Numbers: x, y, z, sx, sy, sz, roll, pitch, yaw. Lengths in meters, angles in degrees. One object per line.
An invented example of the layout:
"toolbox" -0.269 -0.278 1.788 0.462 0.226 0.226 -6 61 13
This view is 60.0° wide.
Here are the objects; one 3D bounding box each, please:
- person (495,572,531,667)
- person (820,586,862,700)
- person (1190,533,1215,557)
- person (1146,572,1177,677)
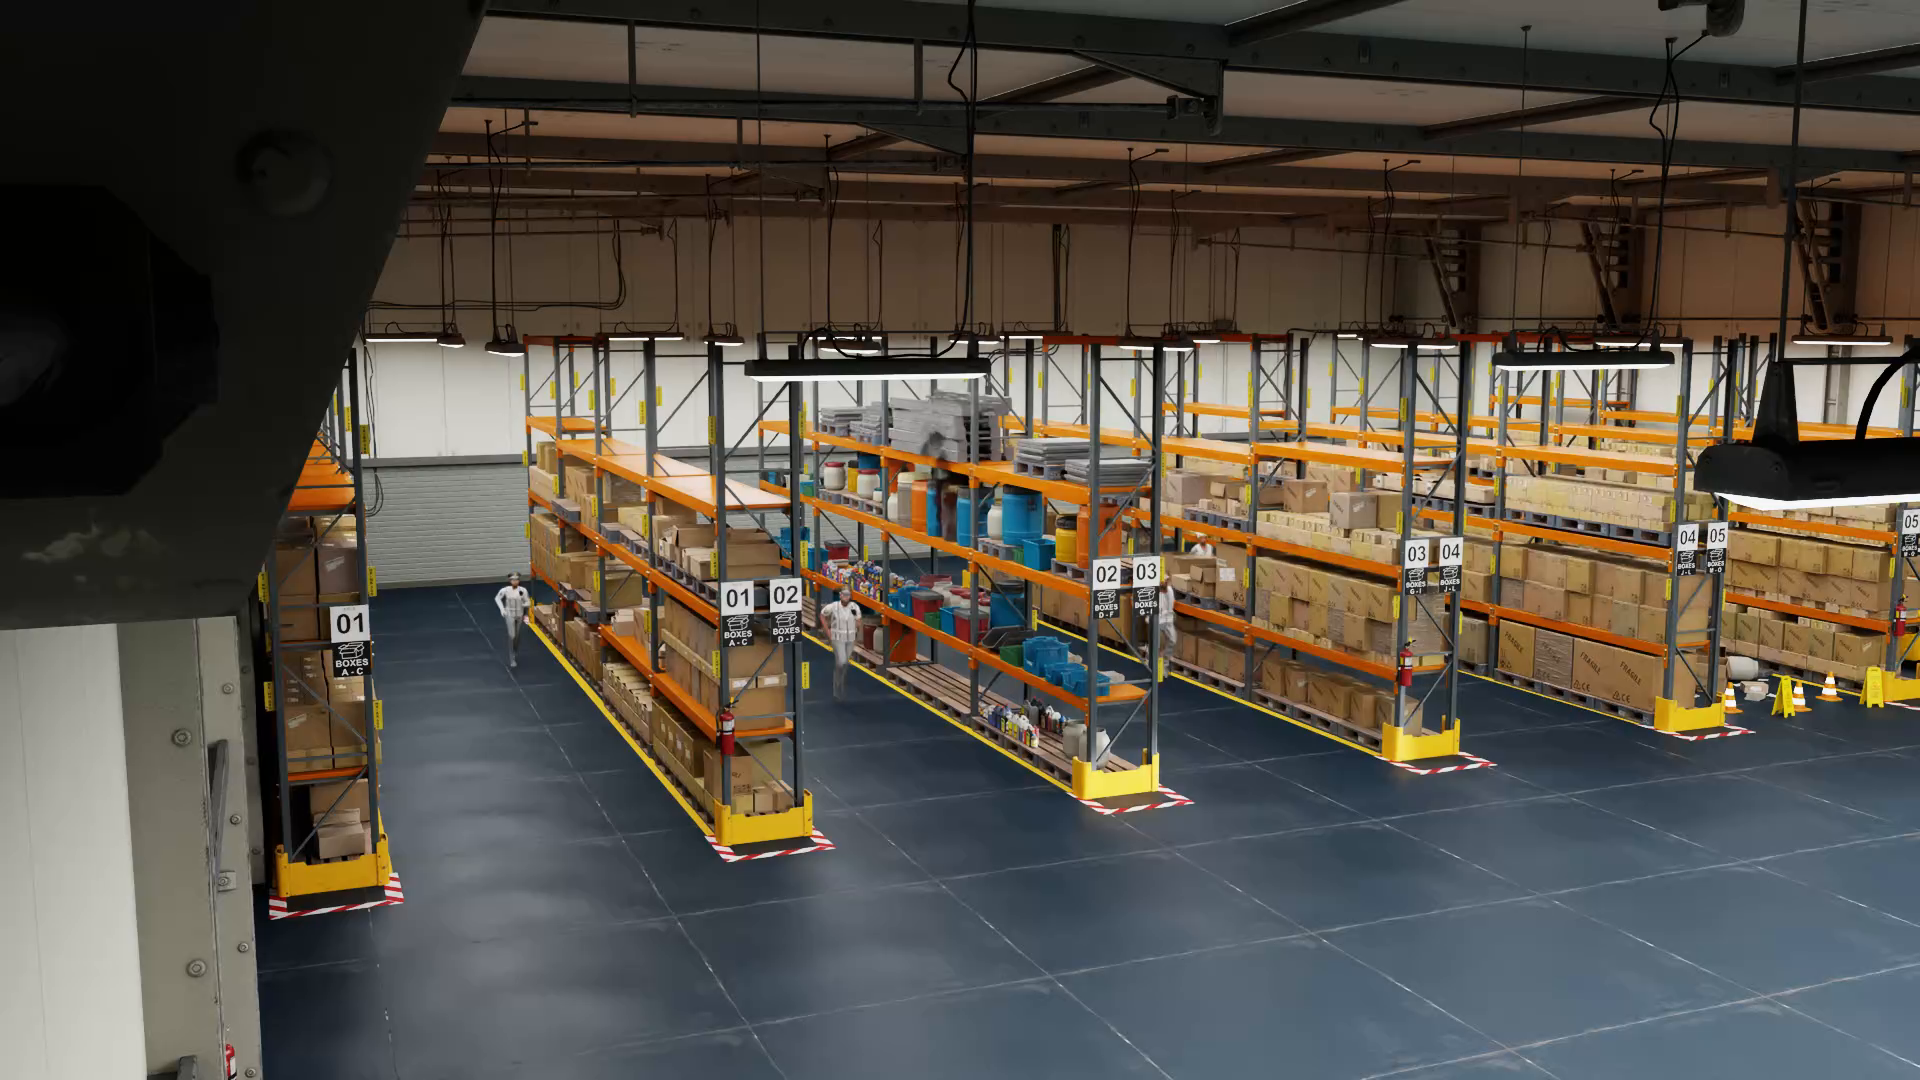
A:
"person" -8.175 1.450 30.543 0.593 1.749 0.739 -4 9 -29
"person" -1.892 1.656 27.055 0.646 1.861 0.760 -4 9 -29
"person" 5.260 0.700 35.801 0.667 1.756 0.681 -2 8 -14
"person" 3.482 1.447 28.471 0.662 1.835 0.785 -4 8 -26
